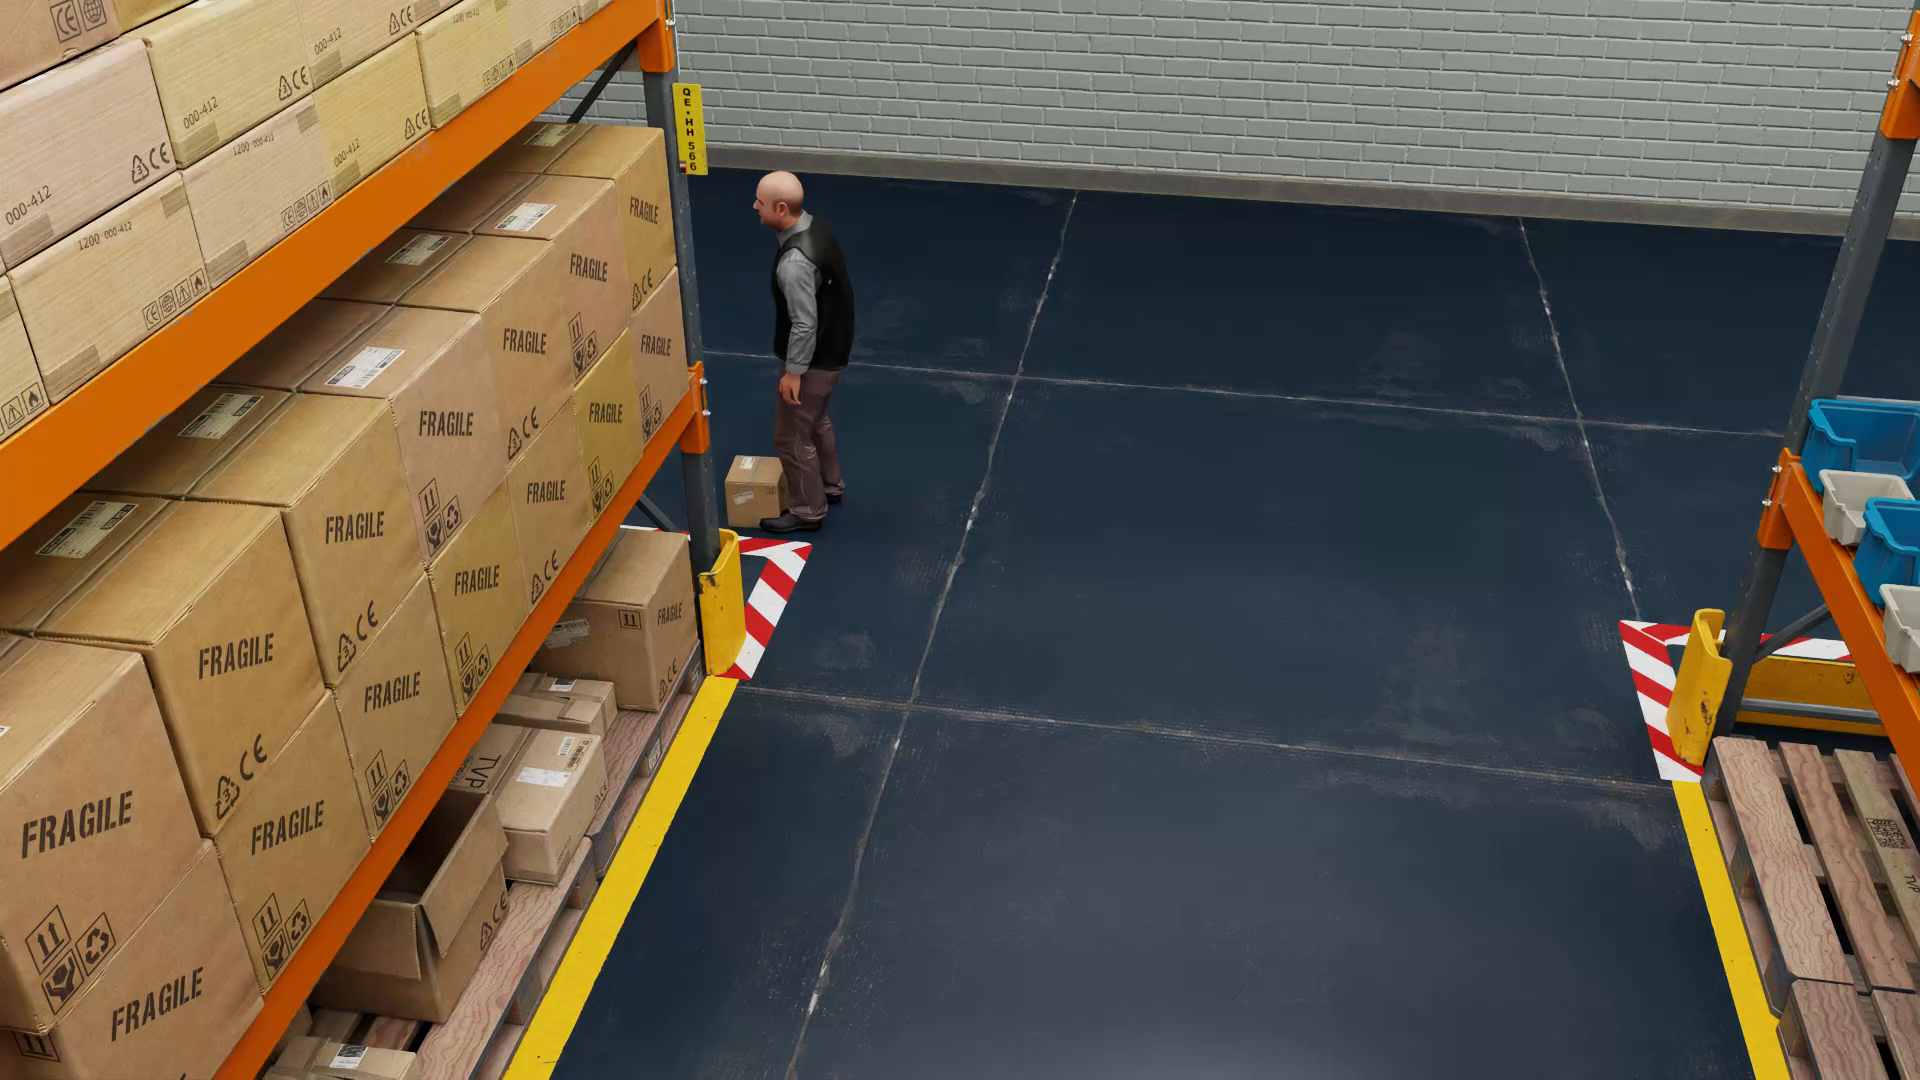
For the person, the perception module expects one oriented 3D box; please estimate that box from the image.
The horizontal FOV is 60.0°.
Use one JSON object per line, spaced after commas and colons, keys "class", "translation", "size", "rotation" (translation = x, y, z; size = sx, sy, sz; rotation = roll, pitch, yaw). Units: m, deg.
{"class": "person", "translation": [-0.707, -0.832, 7.483], "size": [0.473, 1.720, 0.593], "rotation": [2, 32, 3]}
